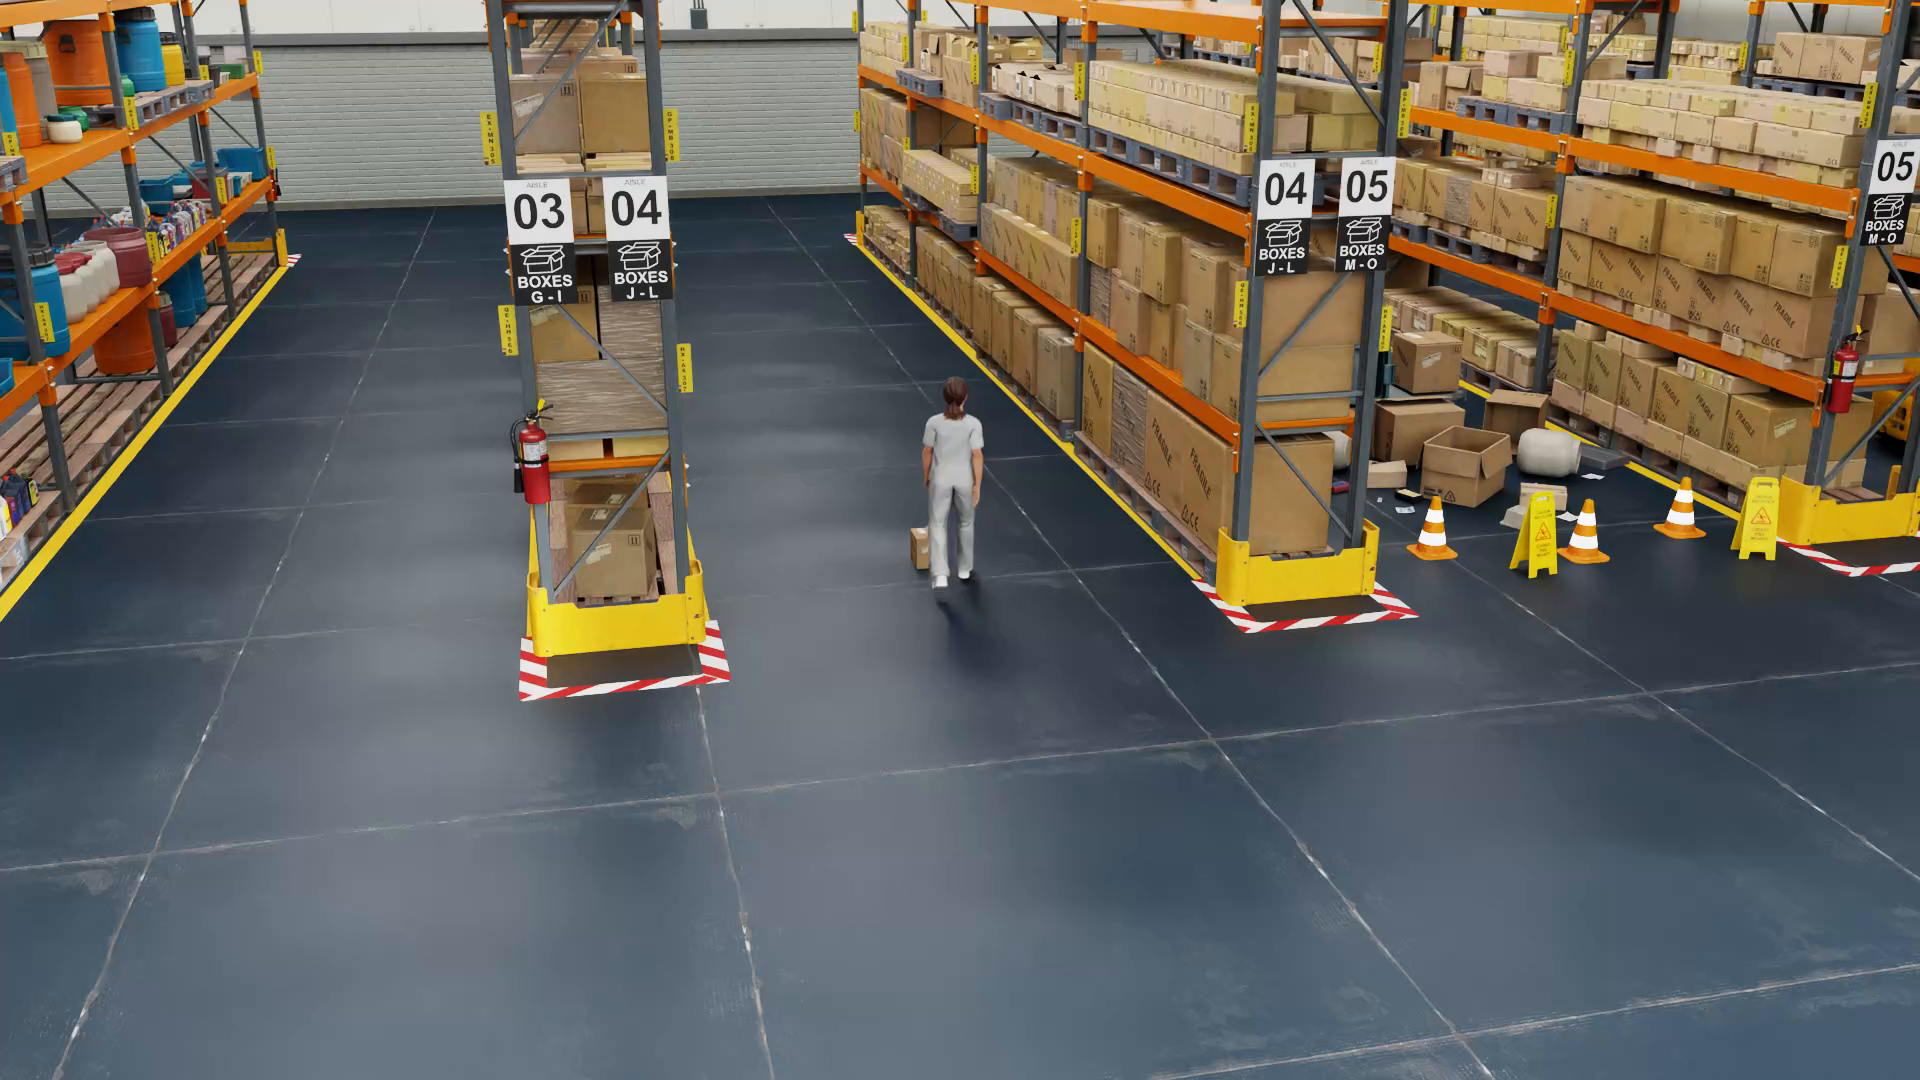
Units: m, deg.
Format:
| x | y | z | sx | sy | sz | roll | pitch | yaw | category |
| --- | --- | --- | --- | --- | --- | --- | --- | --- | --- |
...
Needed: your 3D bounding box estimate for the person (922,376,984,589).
| x | y | z | sx | sy | sz | roll | pitch | yaw | category |
| --- | --- | --- | --- | --- | --- | --- | --- | --- | --- |
| -0.056 | -0.429 | 12.278 | 0.446 | 1.638 | 0.857 | -1 | 20 | -3 | person |
